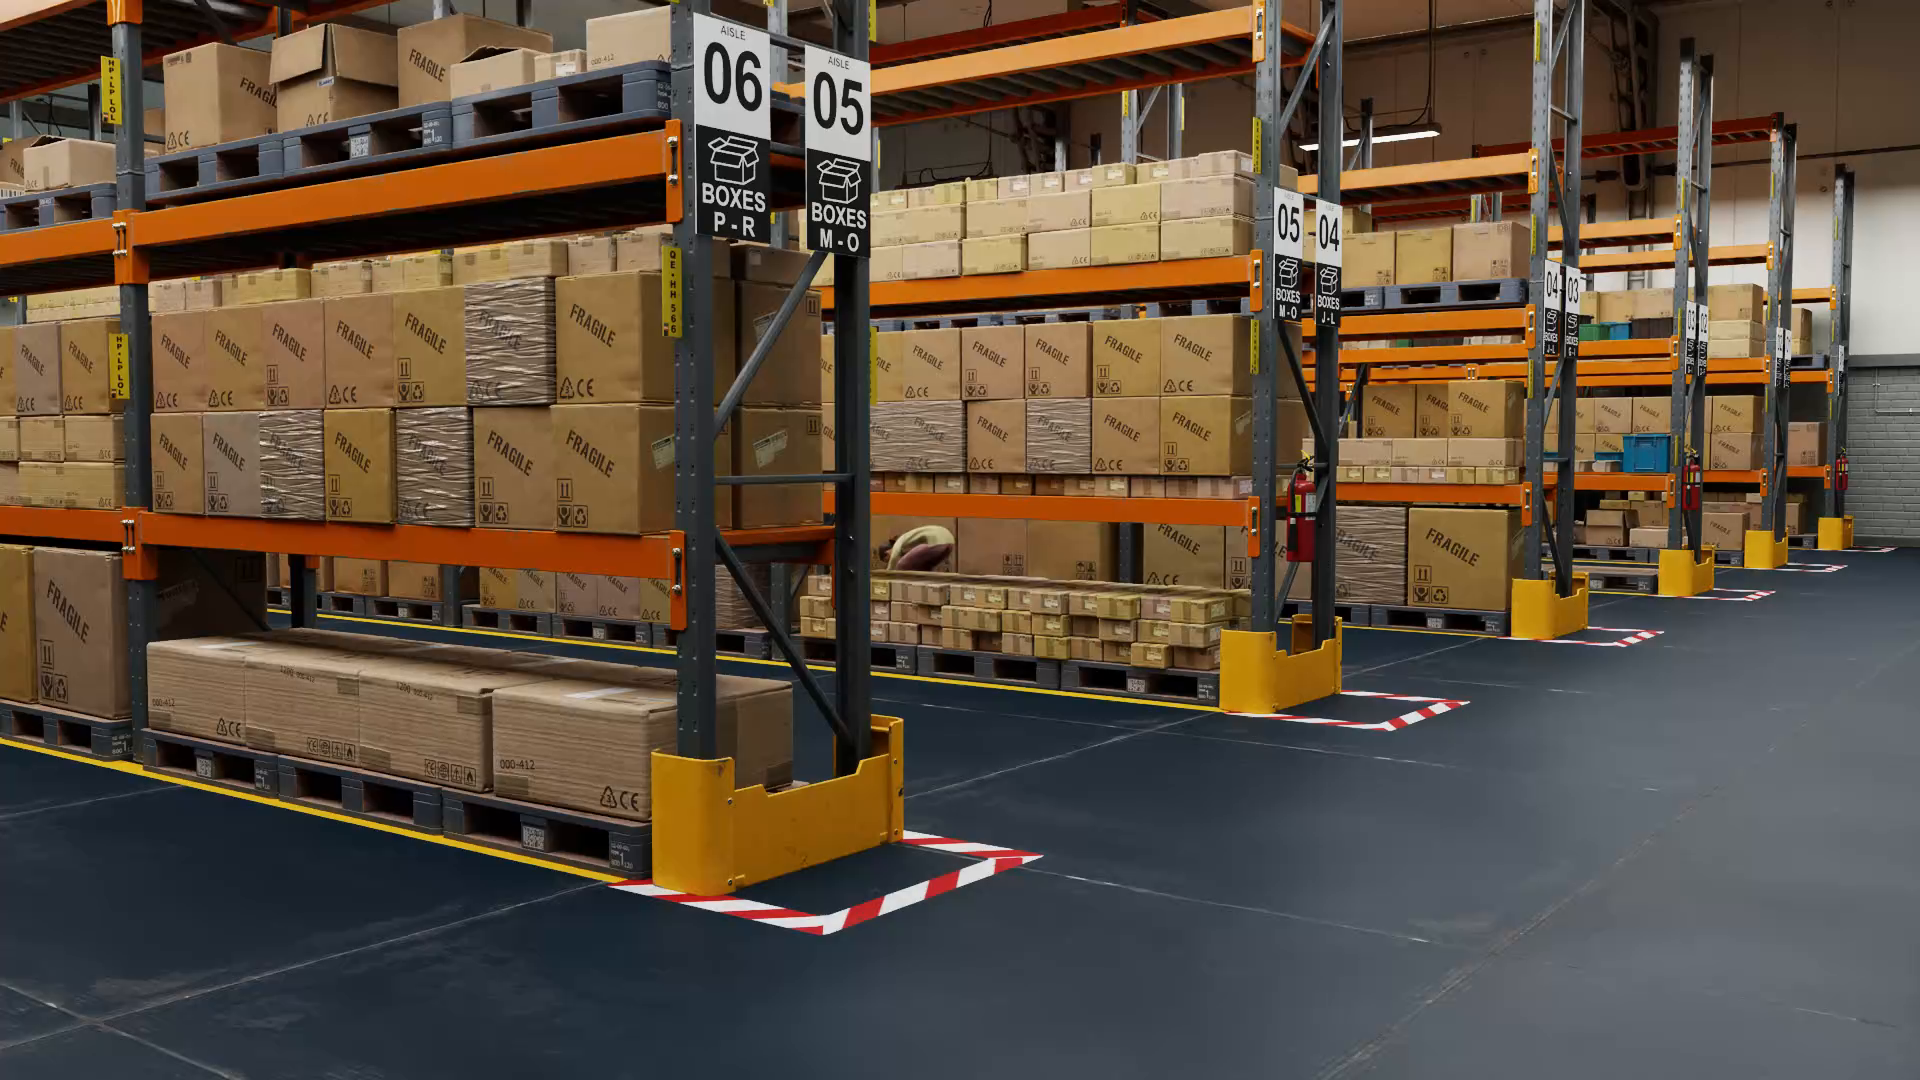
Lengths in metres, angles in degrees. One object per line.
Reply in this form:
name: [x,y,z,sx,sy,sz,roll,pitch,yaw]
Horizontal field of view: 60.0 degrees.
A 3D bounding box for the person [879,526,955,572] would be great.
person: [-0.460,0.303,16.640,0.853,0.790,0.477,2,4,33]
